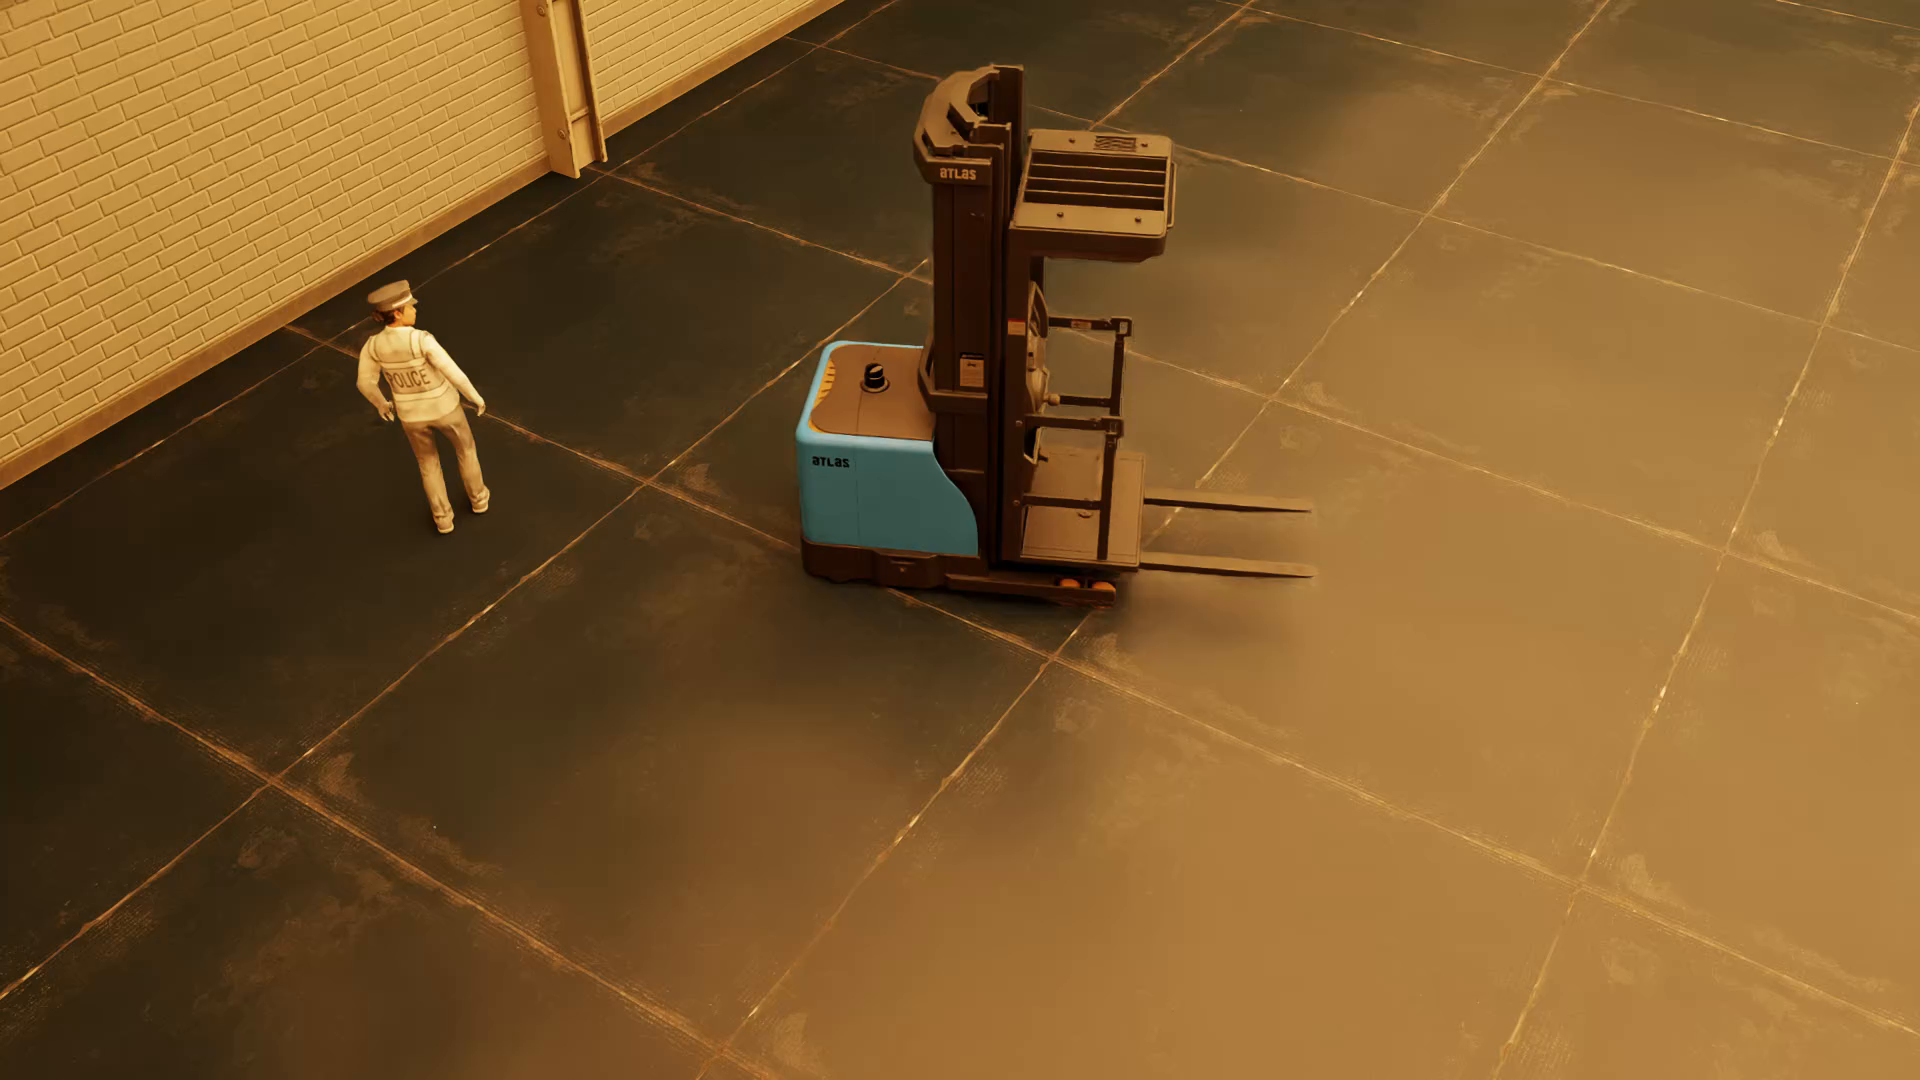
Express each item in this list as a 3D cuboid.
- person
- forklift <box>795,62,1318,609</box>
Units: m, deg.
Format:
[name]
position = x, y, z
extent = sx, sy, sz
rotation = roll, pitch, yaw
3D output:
[person]
position = -3.177, -0.807, 9.910
extent = 0.692, 1.655, 0.464
rotation = -4, 40, -4
[forklift]
position = 0.614, -1.078, 9.239
extent = 3.031, 2.935, 1.130
rotation = 5, 40, 5
